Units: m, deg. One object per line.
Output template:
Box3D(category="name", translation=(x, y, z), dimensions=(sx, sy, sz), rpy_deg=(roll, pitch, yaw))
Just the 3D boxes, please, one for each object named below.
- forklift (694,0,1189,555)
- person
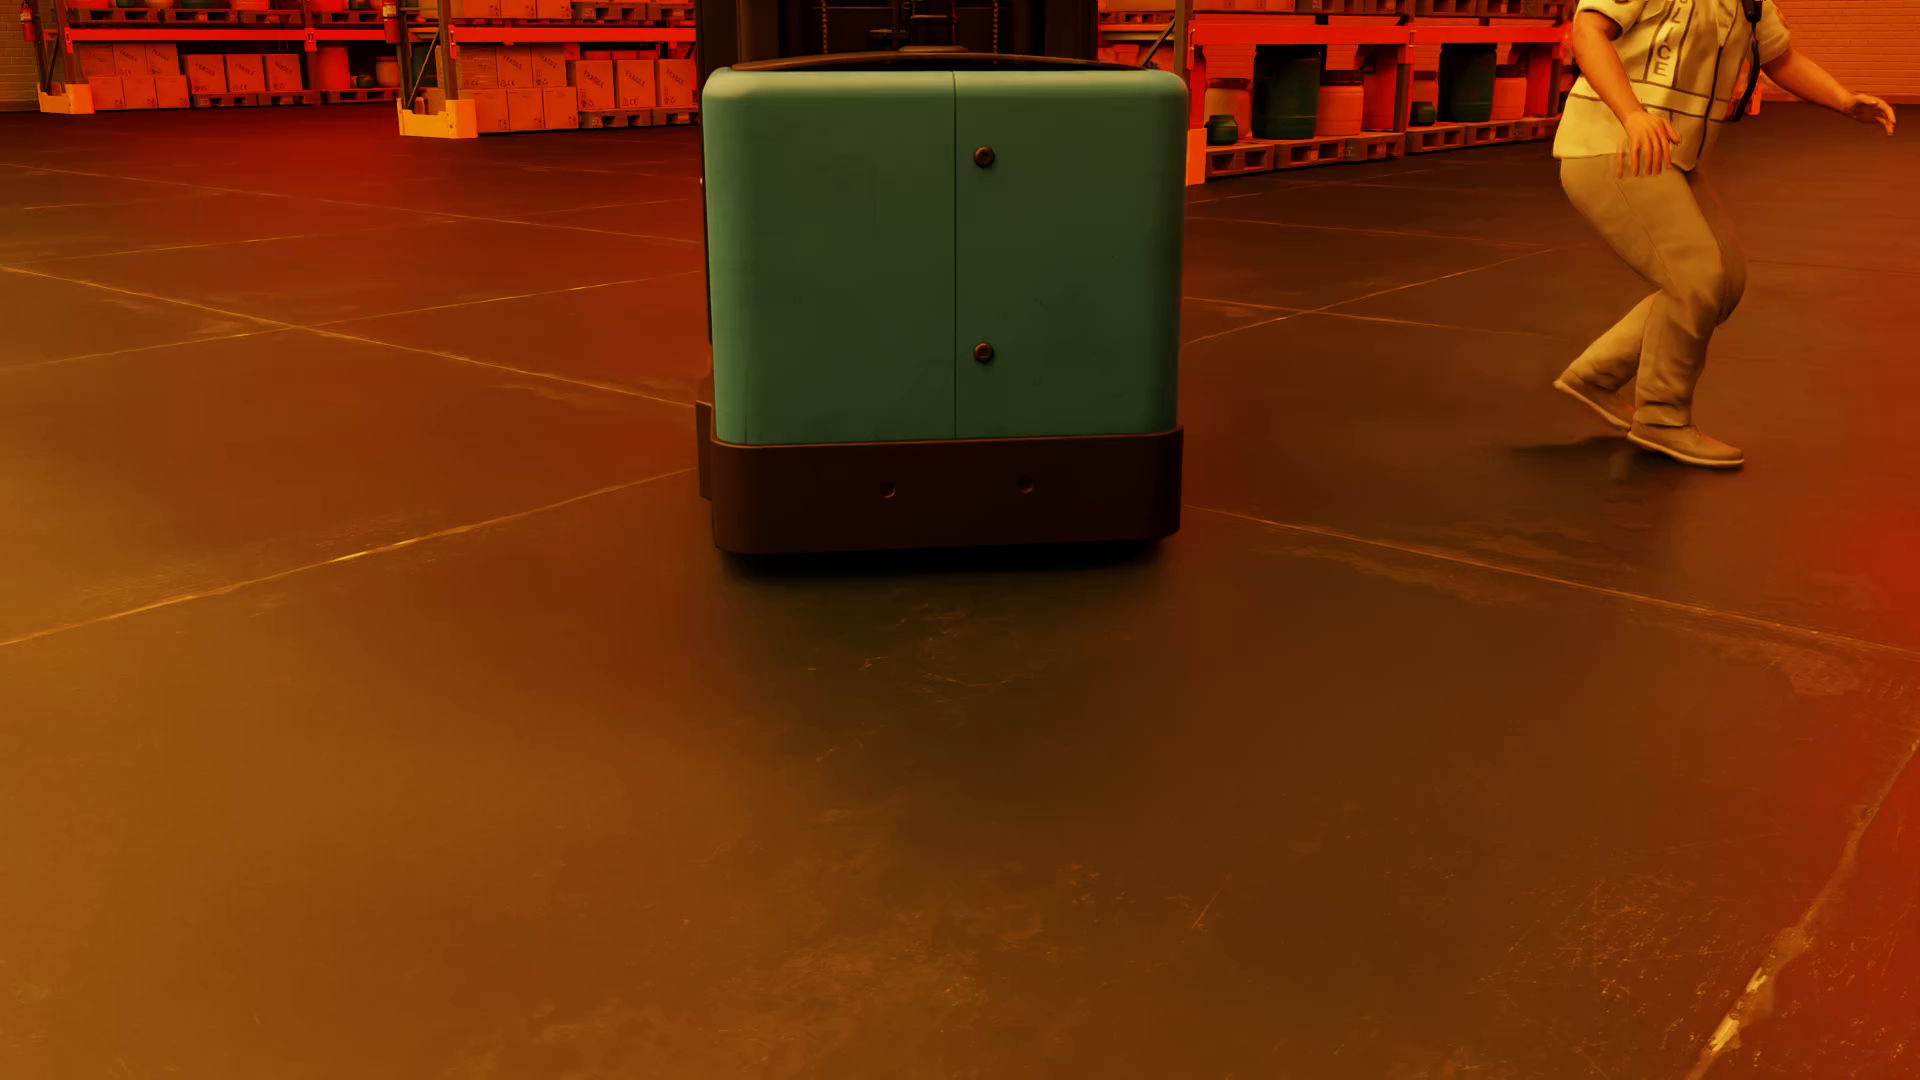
Box3D(category="forklift", translation=(-0.206, -1.753, 4.672), dimensions=(1.130, 2.935, 3.031), rpy_deg=(-2, 17, -7))
Box3D(category="person", translation=(2.021, -1.031, 4.497), dimensions=(0.843, 1.654, 0.789), rpy_deg=(-15, 23, -41))
